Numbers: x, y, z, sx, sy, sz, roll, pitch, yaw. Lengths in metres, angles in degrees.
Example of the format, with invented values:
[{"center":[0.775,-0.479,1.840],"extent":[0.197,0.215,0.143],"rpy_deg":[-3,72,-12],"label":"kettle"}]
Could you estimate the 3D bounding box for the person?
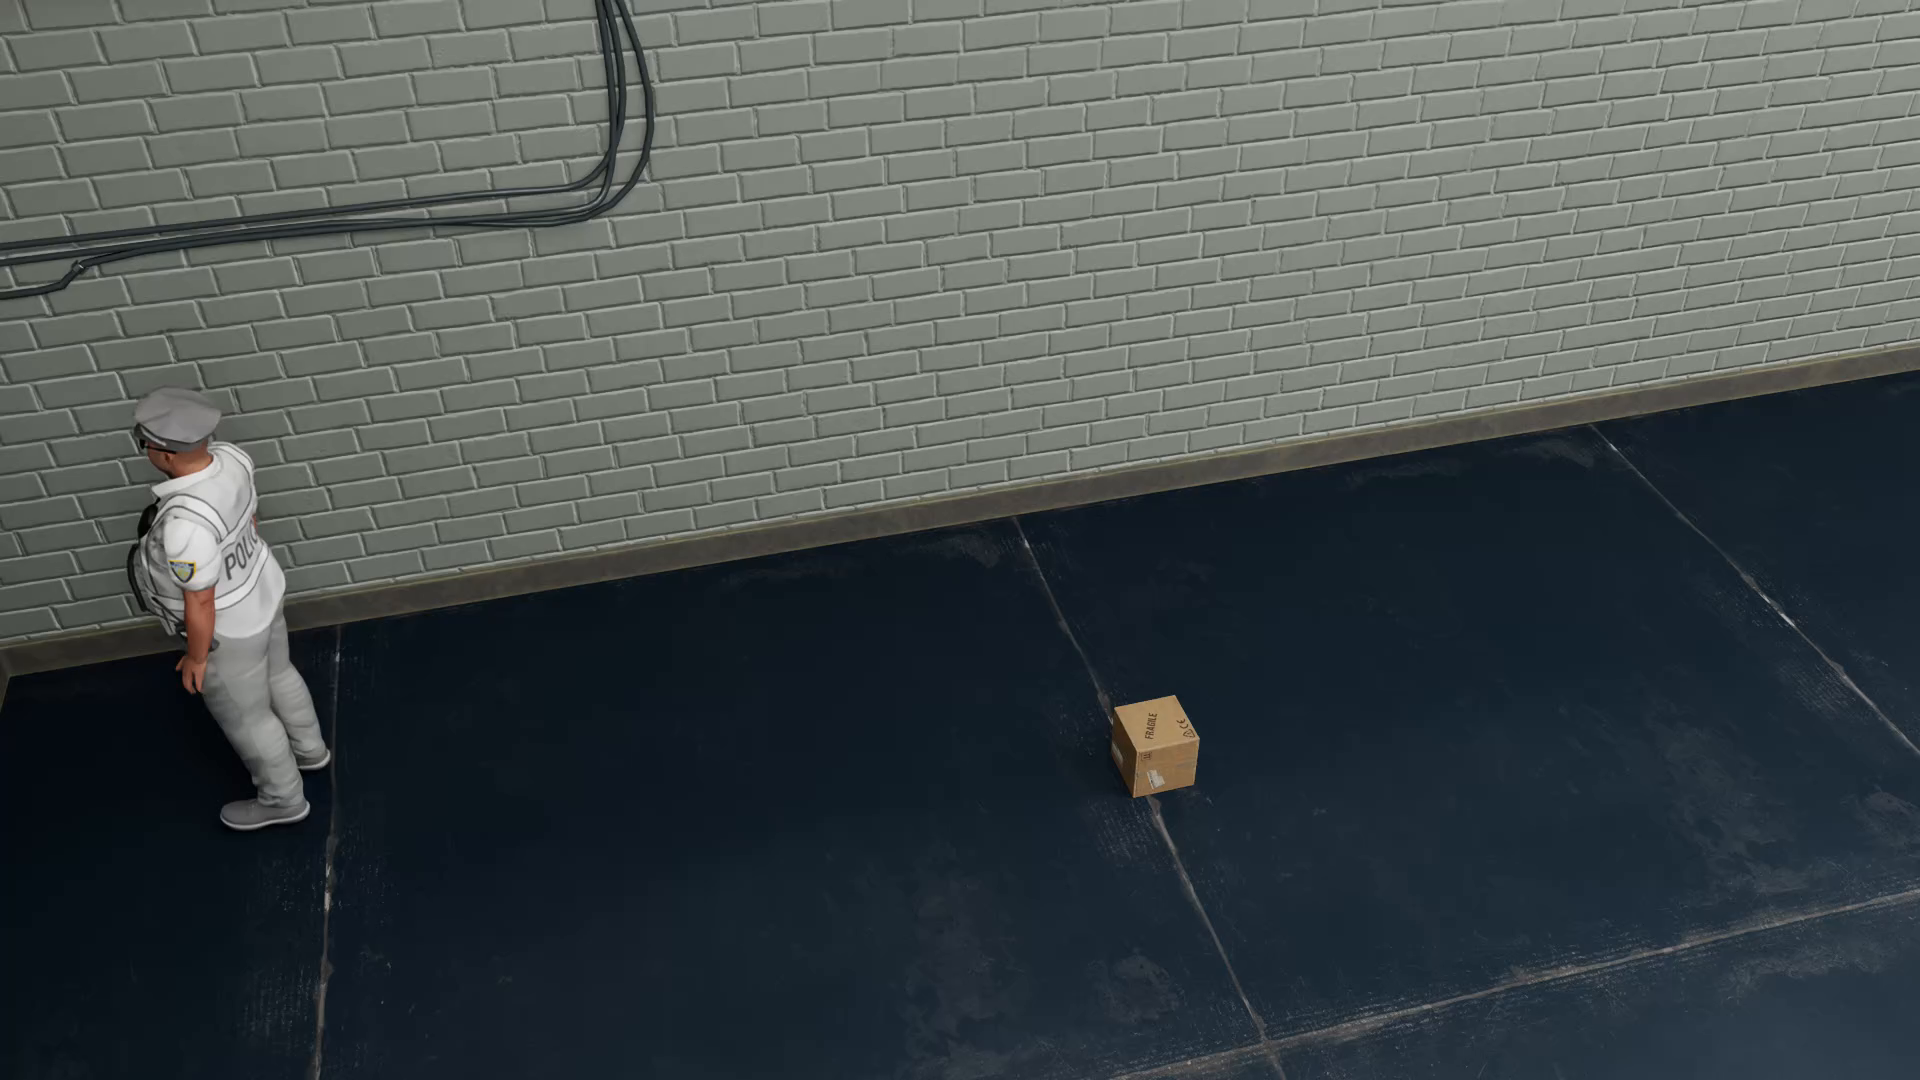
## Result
[{"center":[-2.561,0.250,5.776],"extent":[0.402,1.783,0.535],"rpy_deg":[-1,38,-2],"label":"person"}]
